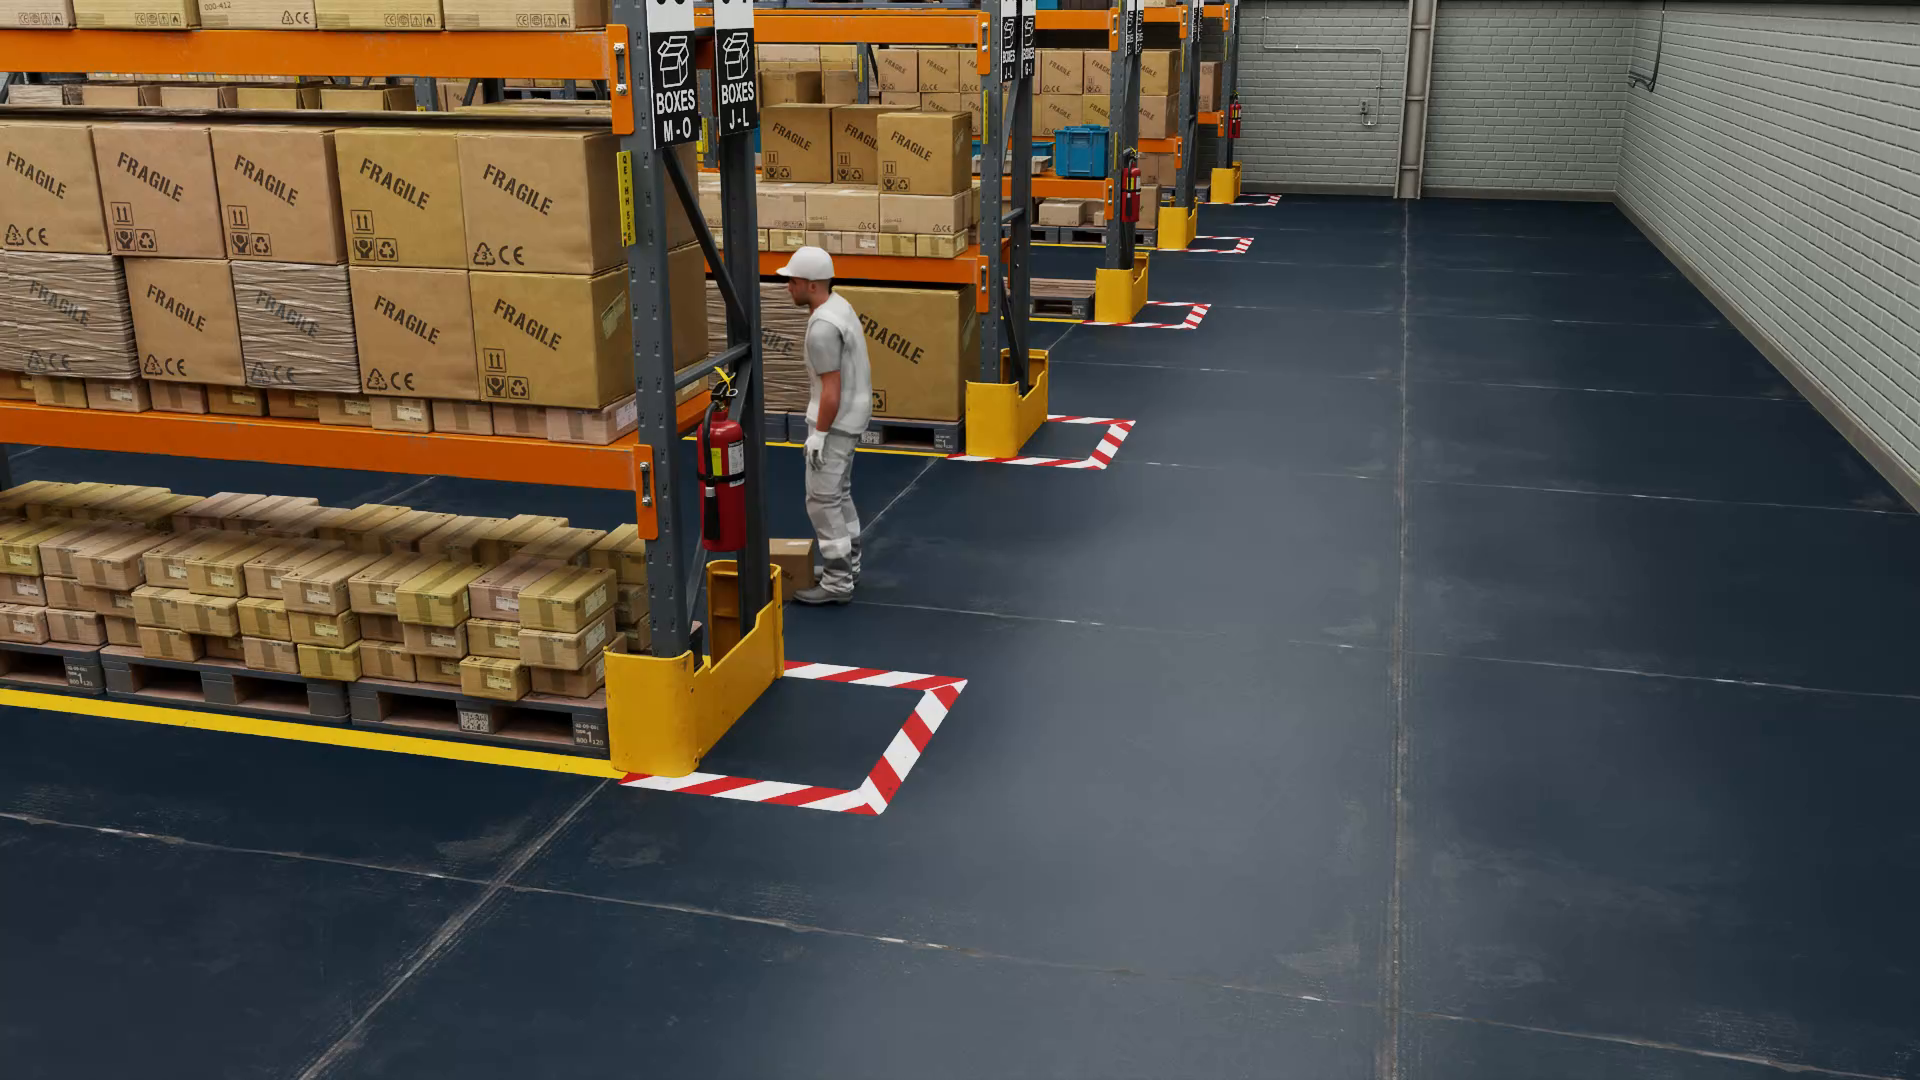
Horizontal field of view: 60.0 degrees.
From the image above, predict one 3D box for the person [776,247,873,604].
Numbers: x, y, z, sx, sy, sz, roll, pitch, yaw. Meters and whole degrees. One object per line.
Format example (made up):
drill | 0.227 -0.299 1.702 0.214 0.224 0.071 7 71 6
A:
person | -0.660 -0.565 8.261 0.448 1.780 0.619 1 18 4
